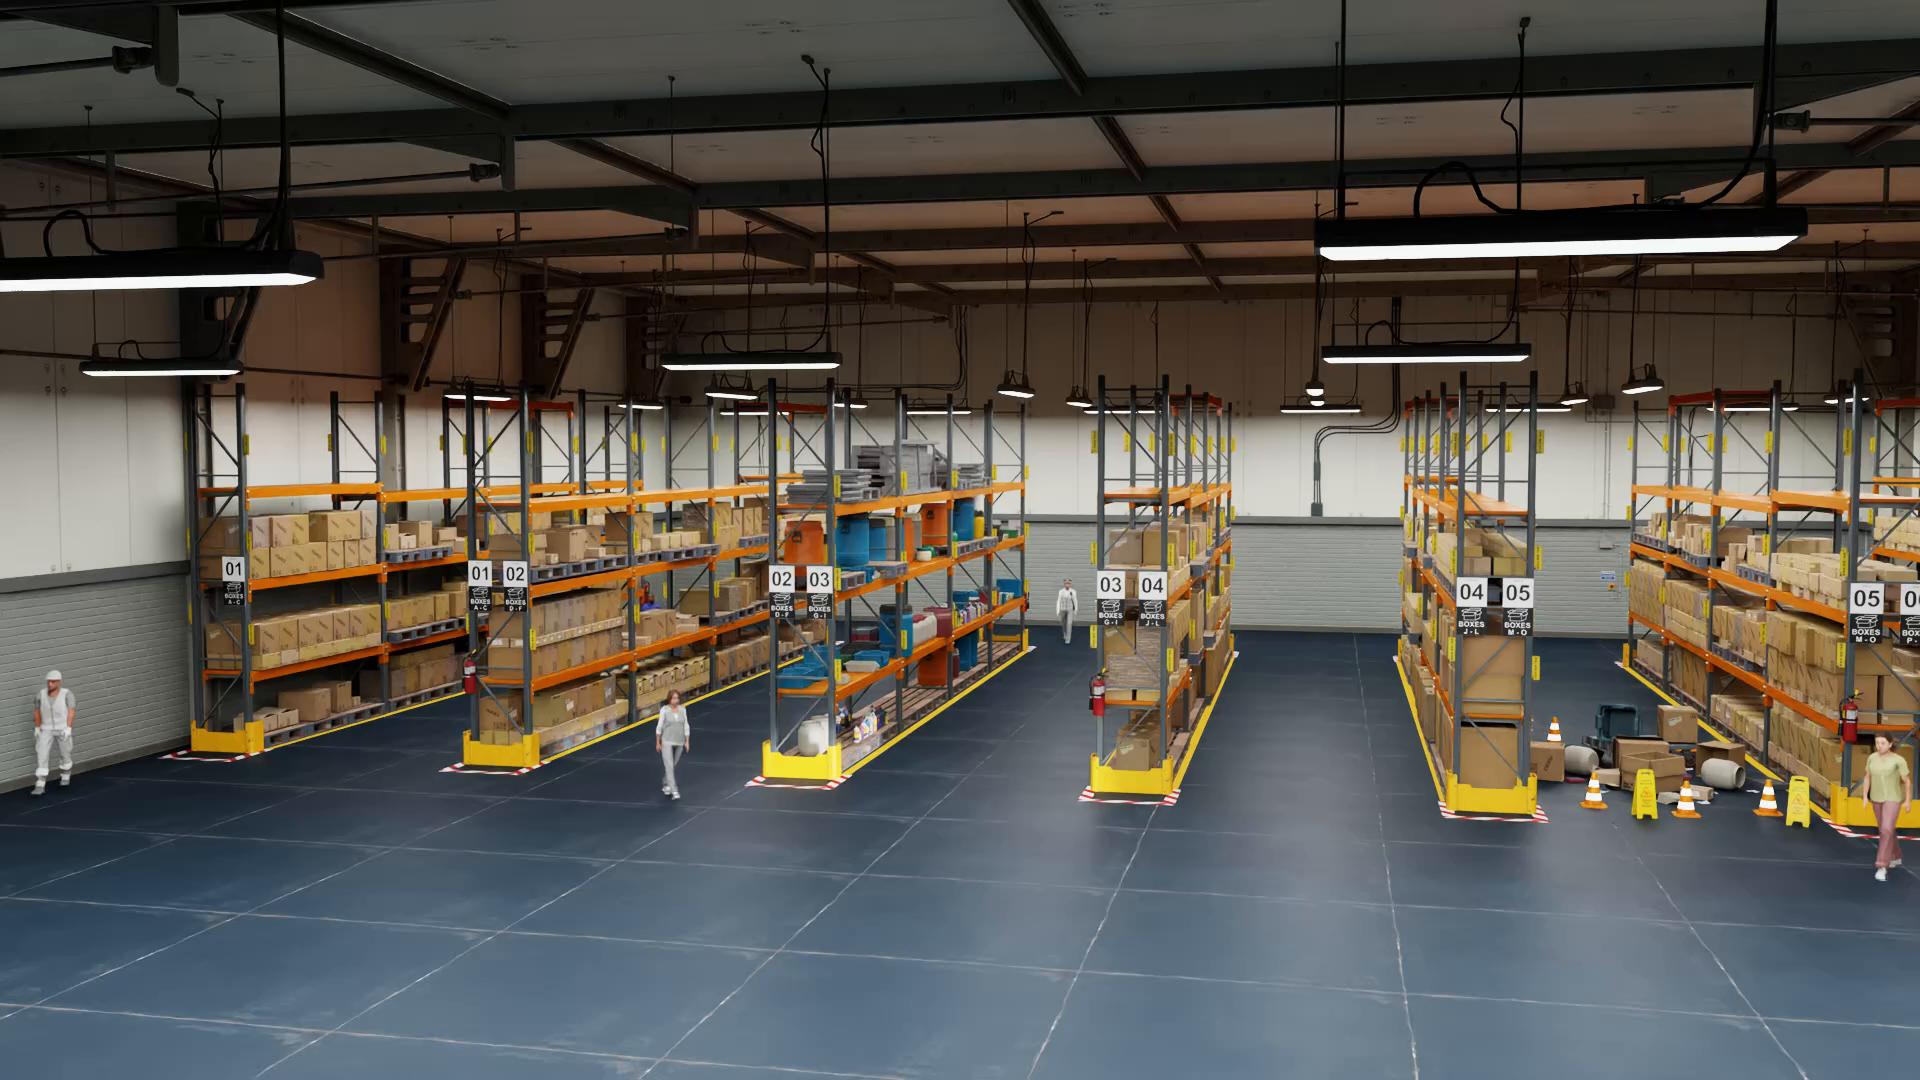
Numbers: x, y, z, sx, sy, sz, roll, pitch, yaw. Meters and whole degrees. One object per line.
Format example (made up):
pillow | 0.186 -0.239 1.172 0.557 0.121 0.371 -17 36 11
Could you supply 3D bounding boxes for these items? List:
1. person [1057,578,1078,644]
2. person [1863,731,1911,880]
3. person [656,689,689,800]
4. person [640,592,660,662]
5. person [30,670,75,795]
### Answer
person | 2.714 1.765 42.012 0.508 1.623 1.049 1 3 12
person | 10.796 3.055 19.422 0.851 1.650 0.494 -2 4 -29
person | -4.023 2.924 23.400 0.455 1.428 0.990 -2 4 -36
person | -7.113 2.036 38.322 0.508 1.511 1.053 0 3 1
person | -13.031 2.735 23.912 0.561 1.729 0.995 -1 3 -20
